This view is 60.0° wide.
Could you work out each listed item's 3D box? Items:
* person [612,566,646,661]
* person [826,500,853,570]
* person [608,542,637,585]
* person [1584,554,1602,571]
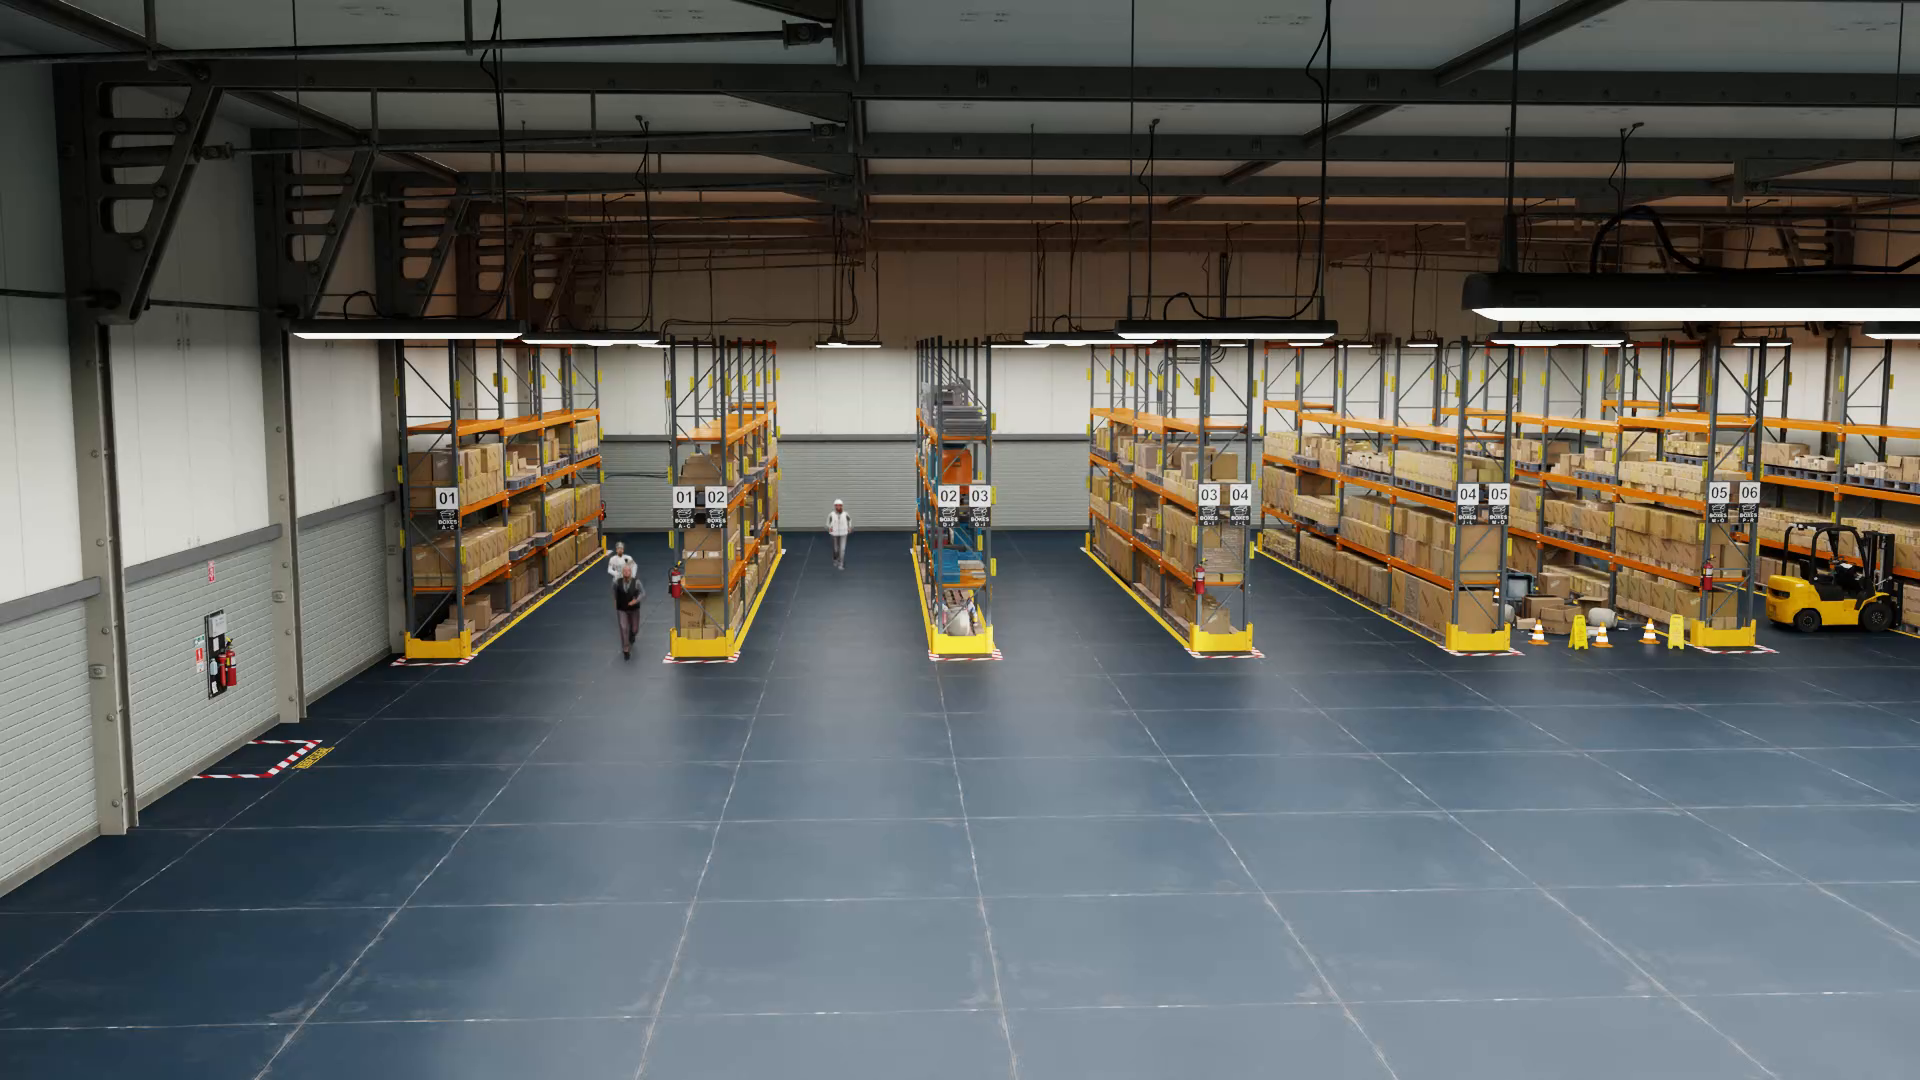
[{"bbox_3d":[-6.227,1.341,31.304,0.620,1.739,1.110,-2,7,-13],"label":"person"},{"bbox_3d":[-3.014,-0.140,41.597,0.677,1.735,0.803,-1,7,-7],"label":"person"},{"bbox_3d":[-7.210,0.879,35.544,0.623,1.665,0.540,-2,7,-13],"label":"person"},{"bbox_3d":[16.232,0.043,42.462,0.704,1.721,0.555,-1,7,-5],"label":"person"}]
